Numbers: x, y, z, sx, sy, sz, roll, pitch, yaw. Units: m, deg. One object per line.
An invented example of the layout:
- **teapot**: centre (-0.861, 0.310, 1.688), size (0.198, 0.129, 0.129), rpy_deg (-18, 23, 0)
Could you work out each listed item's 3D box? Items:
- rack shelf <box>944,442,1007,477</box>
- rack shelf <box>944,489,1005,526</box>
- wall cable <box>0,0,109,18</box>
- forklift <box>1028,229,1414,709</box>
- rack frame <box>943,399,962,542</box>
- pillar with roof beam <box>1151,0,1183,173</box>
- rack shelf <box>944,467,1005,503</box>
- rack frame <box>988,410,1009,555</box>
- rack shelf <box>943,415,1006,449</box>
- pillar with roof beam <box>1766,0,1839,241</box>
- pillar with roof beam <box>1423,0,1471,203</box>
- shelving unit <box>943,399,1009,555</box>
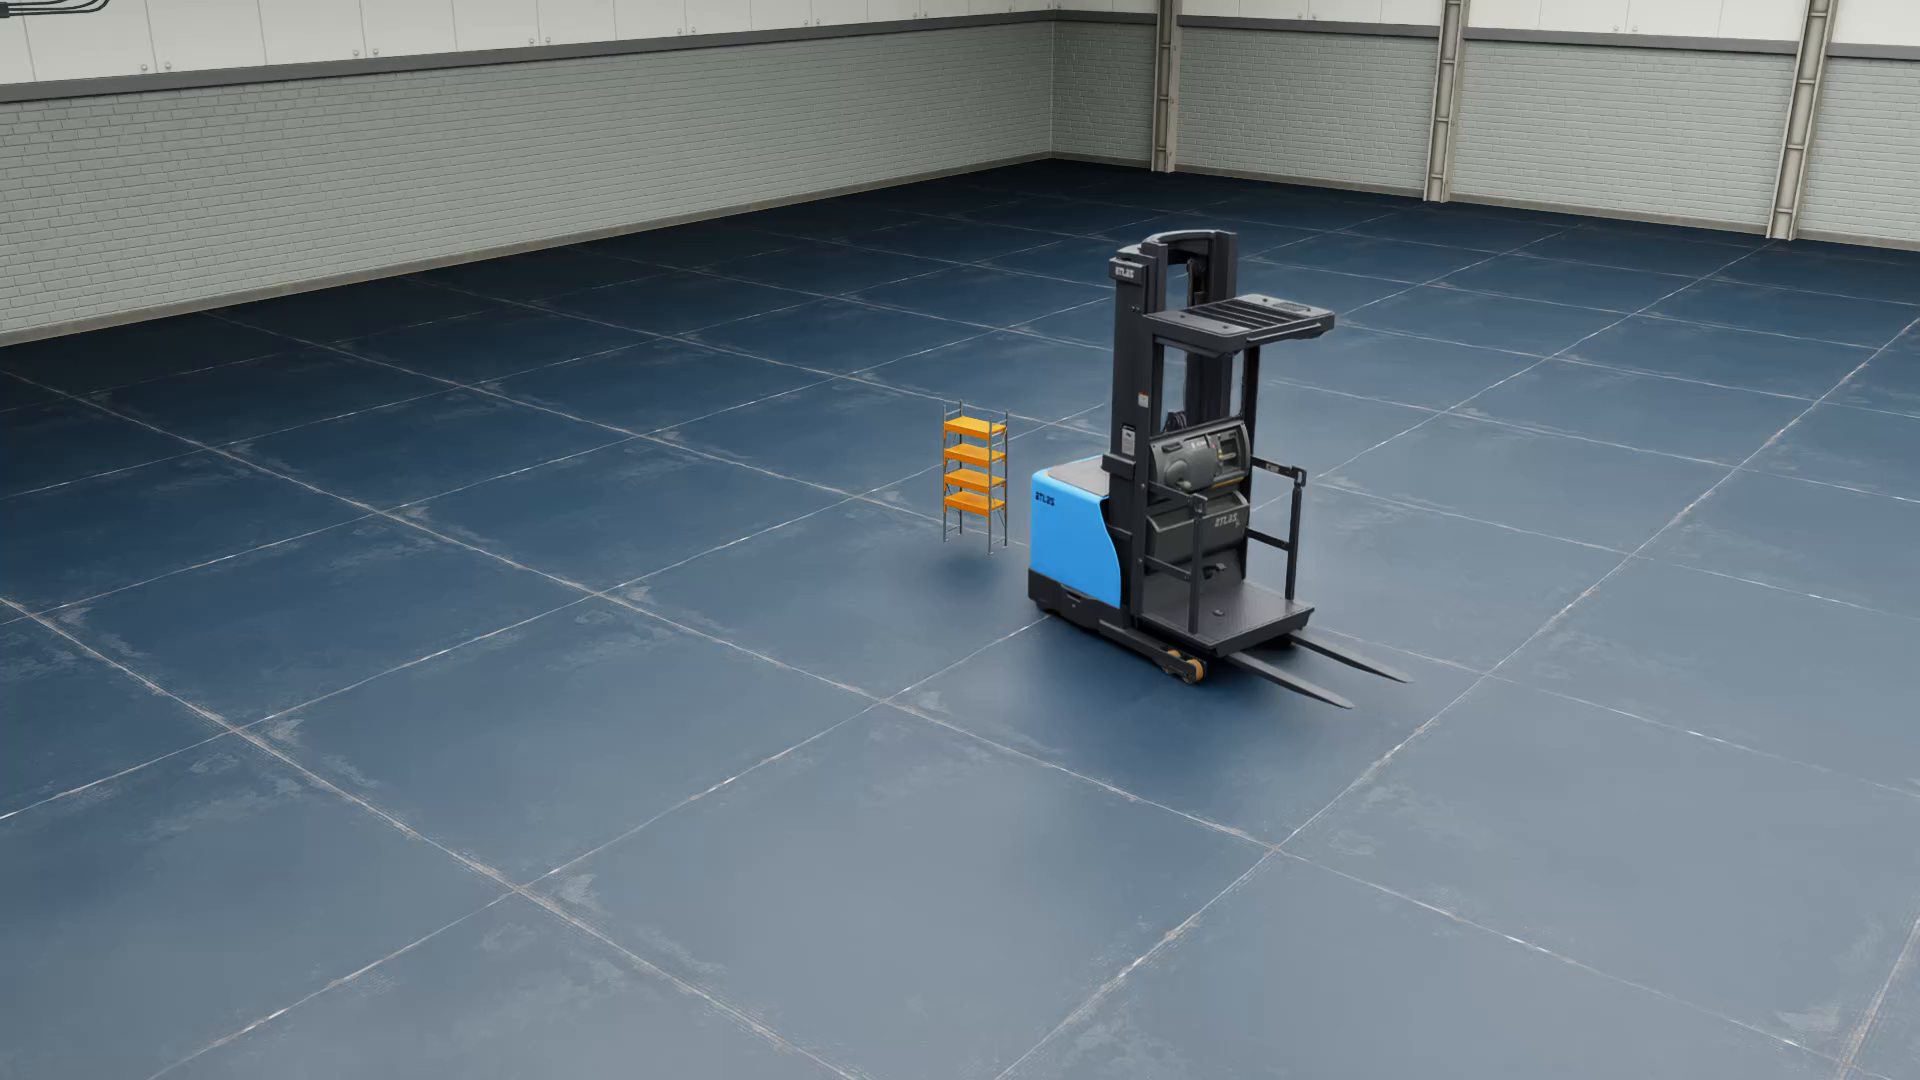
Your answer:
- **rack shelf**: centre (0.128, -0.671, 13.806), size (0.480, 0.148, 0.258), rpy_deg (16, 26, 36)
- **rack shelf**: centre (0.128, -0.276, 13.955), size (0.480, 0.148, 0.258), rpy_deg (16, 26, 36)
- **wall cable**: centre (-11.142, -8.448, 19.000), size (0.169, 6.003, 2.305), rpy_deg (16, 26, 36)
- **forklift**: centre (1.827, -0.574, 11.540), size (1.130, 2.935, 3.031), rpy_deg (-15, 26, -35)
- **rack frame**: centre (-0.061, -0.579, 14.005), size (0.015, 1.200, 0.240), rpy_deg (16, 26, 36)
- **pillar with roof beam**: centre (1.484, -10.680, 29.739), size (0.400, 9.000, 9.100), rpy_deg (16, 26, 36)
- **rack shelf**: centre (0.128, -0.462, 13.885), size (0.480, 0.148, 0.258), rpy_deg (16, 26, 36)
- **rack frame**: centre (0.317, -0.470, 13.716), size (0.015, 1.200, 0.240), rpy_deg (16, 26, 36)
- **rack shelf**: centre (0.128, -0.892, 13.722), size (0.480, 0.148, 0.258), rpy_deg (16, 26, 36)
- **pillar with roof beam**: centre (10.781, -8.003, 22.640), size (0.400, 9.000, 9.100), rpy_deg (16, 26, 36)
- **pillar with roof beam**: centre (6.133, -9.342, 26.190), size (0.400, 9.000, 9.100), rpy_deg (16, 26, 36)
- **shelving unit**: centre (0.128, -0.524, 13.861), size (0.503, 1.200, 0.258), rpy_deg (16, 26, 36)
